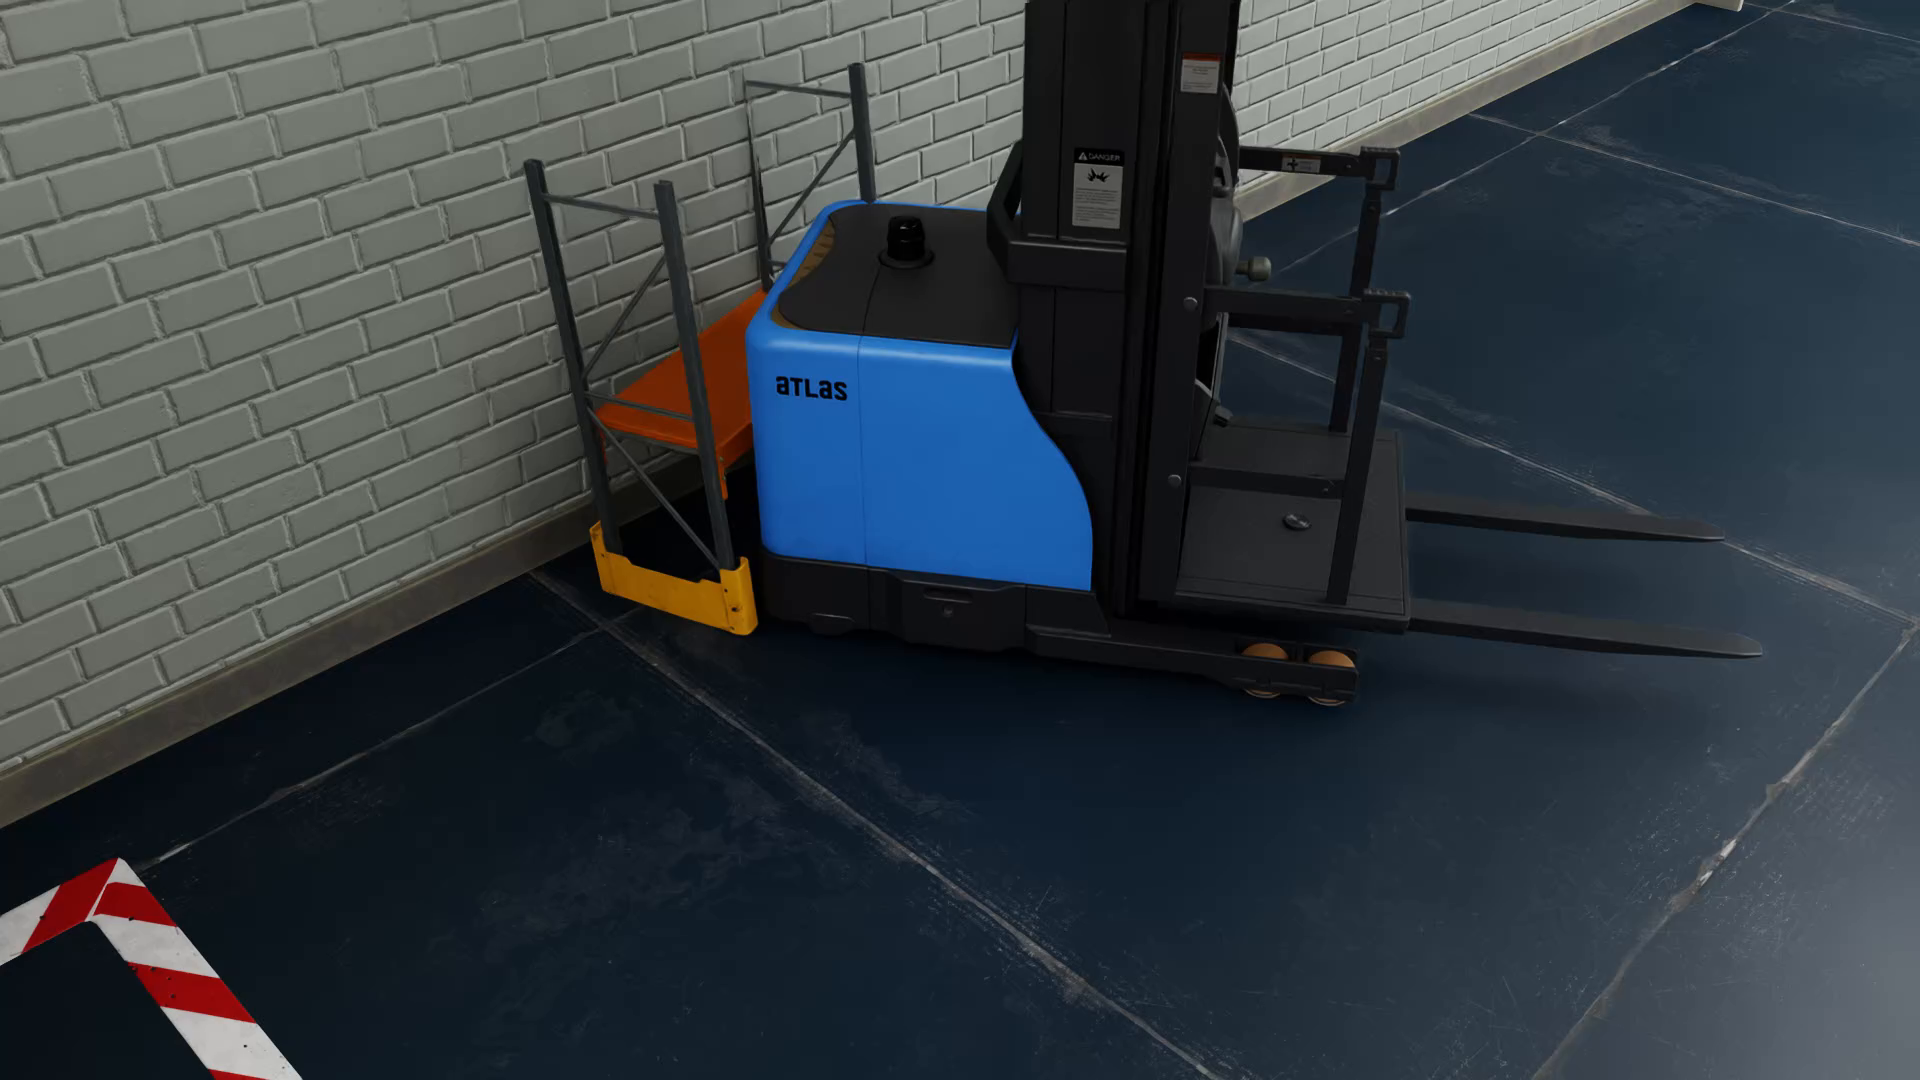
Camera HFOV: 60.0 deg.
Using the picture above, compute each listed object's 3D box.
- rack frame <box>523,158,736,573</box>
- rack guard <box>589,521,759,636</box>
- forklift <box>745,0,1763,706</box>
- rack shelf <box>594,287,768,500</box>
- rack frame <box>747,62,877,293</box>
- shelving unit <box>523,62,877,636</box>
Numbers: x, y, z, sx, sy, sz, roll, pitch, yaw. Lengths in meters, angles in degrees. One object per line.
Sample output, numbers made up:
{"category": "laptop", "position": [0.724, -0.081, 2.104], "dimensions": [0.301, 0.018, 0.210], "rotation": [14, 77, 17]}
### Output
{"category": "rack frame", "position": [-0.961, -0.397, 5.011], "dimensions": [0.500, 1.500, 0.032], "rotation": [14, 38, 25]}
{"category": "rack guard", "position": [-0.924, 0.118, 5.362], "dimensions": [0.587, 0.250, 0.087], "rotation": [14, 38, 25]}
{"category": "forklift", "position": [0.933, -1.032, 4.668], "dimensions": [3.031, 2.935, 1.130], "rotation": [6, 35, 9]}
{"category": "rack shelf", "position": [-0.712, -0.512, 5.475], "dimensions": [0.538, 0.185, 1.000], "rotation": [14, 38, 25]}
{"category": "rack frame", "position": [-0.483, -0.924, 5.738], "dimensions": [0.500, 1.500, 0.032], "rotation": [14, 38, 25]}
{"category": "shelving unit", "position": [-0.726, -0.656, 5.368], "dimensions": [0.587, 1.500, 1.083], "rotation": [14, 38, 25]}
